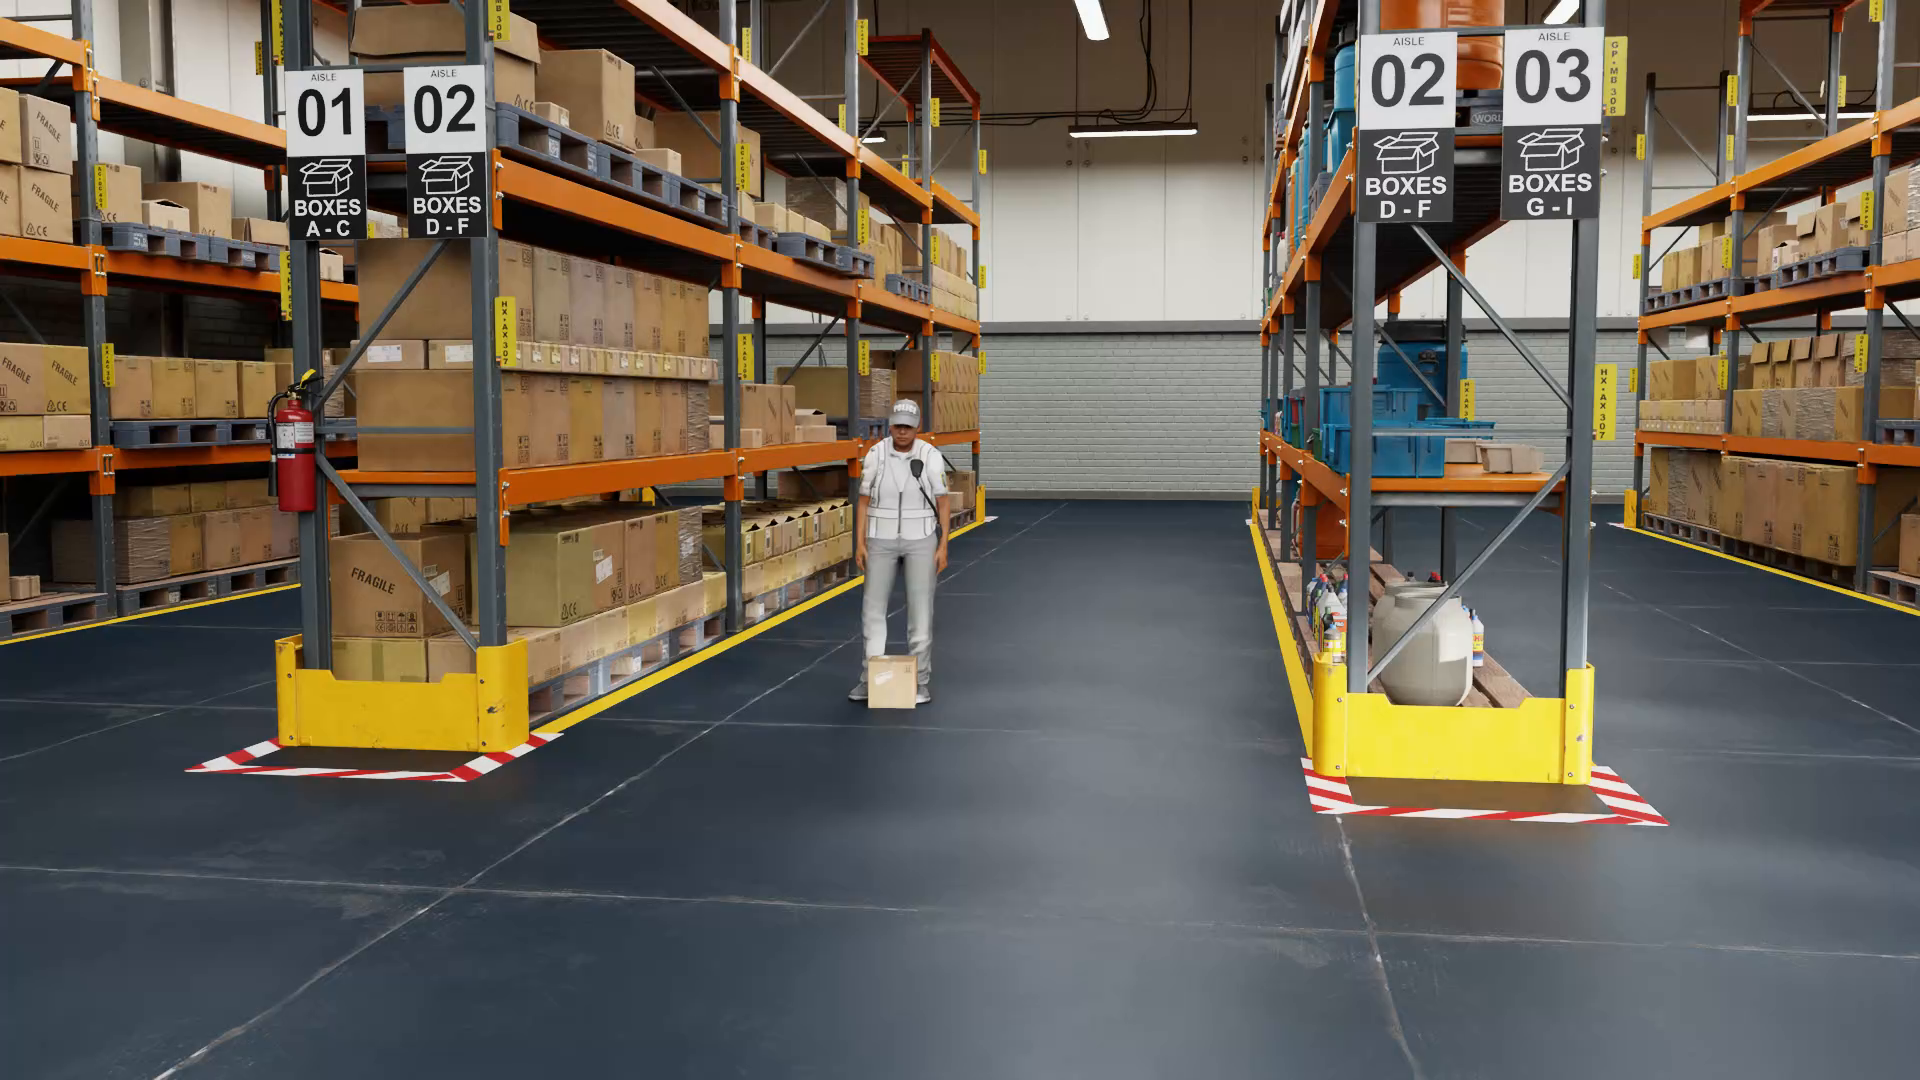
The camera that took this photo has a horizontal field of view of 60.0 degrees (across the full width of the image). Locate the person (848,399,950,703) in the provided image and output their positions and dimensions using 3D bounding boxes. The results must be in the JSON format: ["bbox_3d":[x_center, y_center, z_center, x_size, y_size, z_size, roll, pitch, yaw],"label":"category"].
[{"bbox_3d":[-0.336,0.051,9.236,0.555,1.665,0.467,0,5,5],"label":"person"}]
